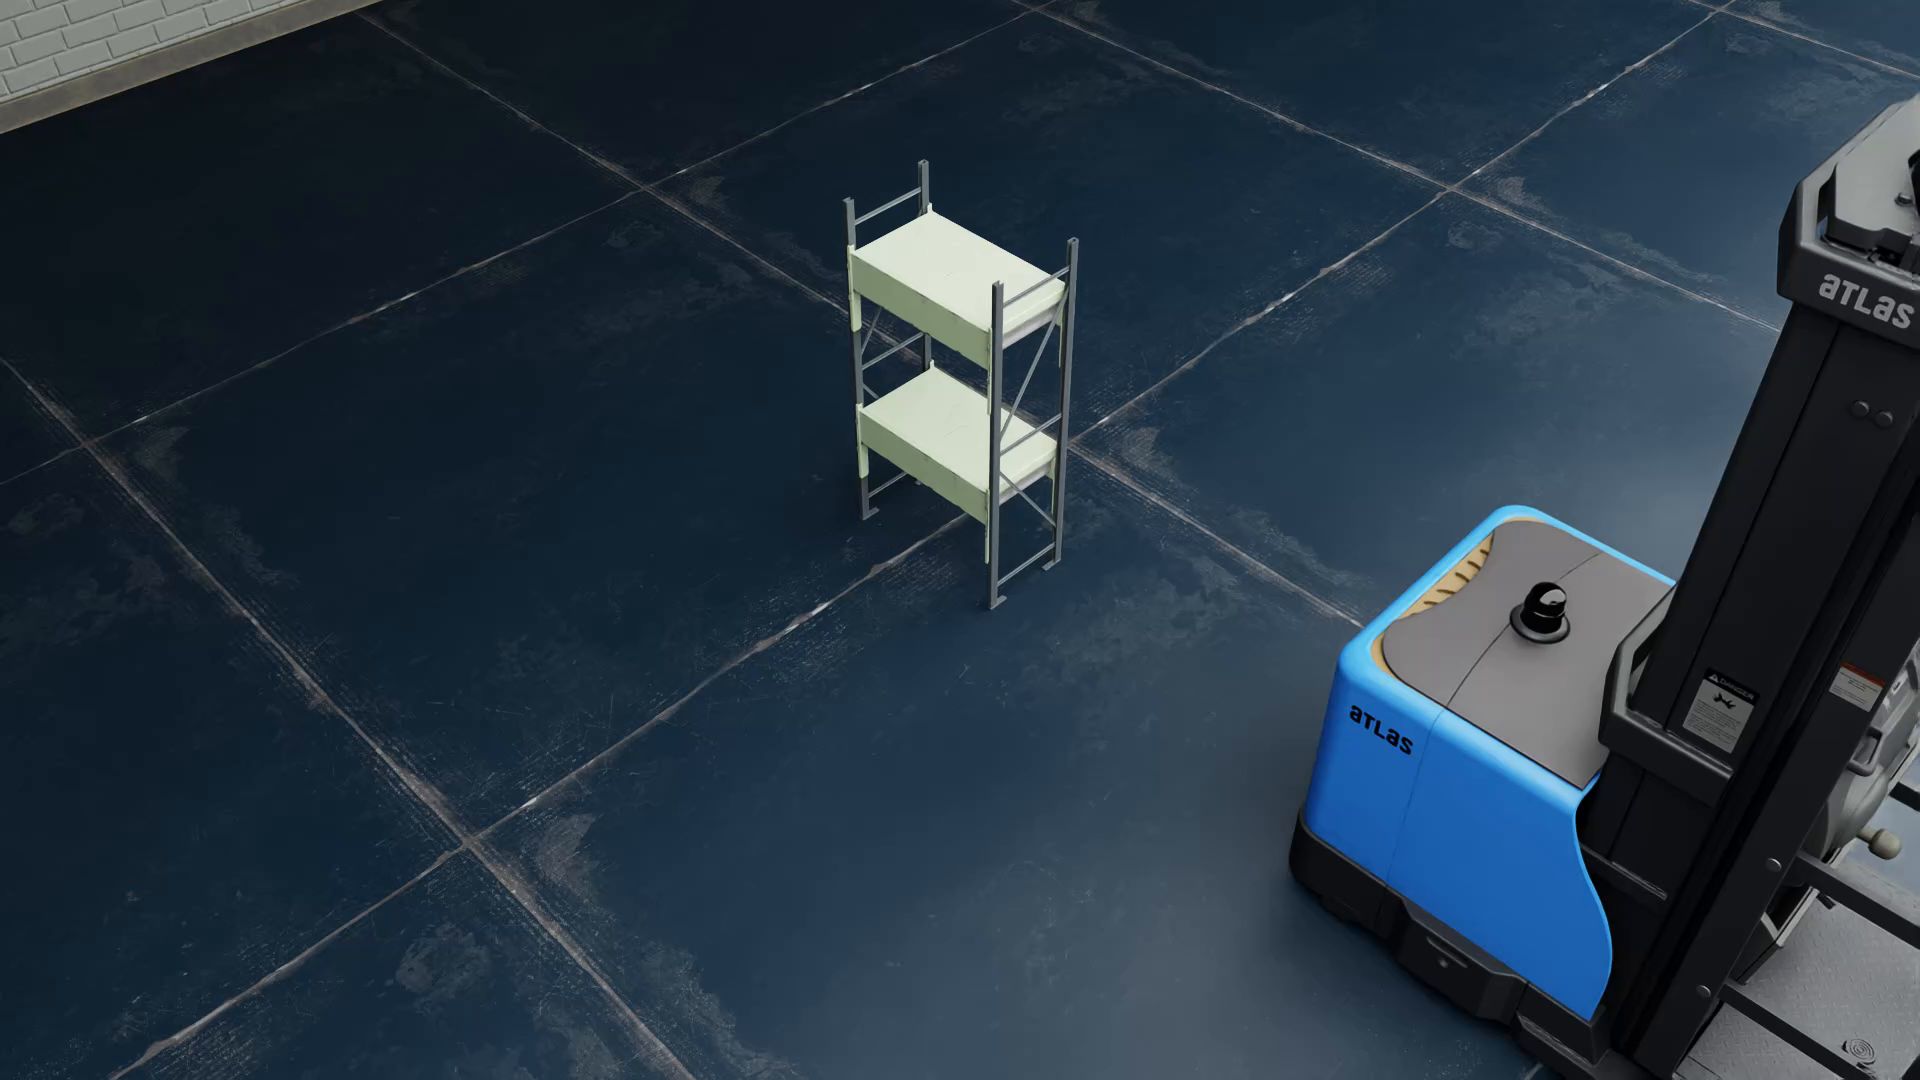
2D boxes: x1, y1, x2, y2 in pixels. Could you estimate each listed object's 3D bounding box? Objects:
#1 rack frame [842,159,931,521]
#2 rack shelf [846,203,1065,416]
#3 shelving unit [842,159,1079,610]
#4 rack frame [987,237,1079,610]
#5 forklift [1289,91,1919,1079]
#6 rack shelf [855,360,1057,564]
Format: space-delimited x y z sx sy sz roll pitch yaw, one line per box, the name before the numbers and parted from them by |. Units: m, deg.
rack frame | -0.263 -0.730 6.435 0.400 1.500 0.023 -34 53 -31
rack shelf | -0.005 -0.841 5.980 0.431 0.370 0.720 -34 53 -31
shelving unit | -0.005 -0.554 6.244 0.431 1.500 0.755 -34 53 -31
rack frame | 0.254 -0.378 6.054 0.400 1.500 0.023 -34 53 -31
forklift | 2.493 0.506 4.043 3.031 2.935 1.130 33 52 31
rack shelf | -0.005 -0.315 6.466 0.431 0.370 0.720 -34 53 -31
